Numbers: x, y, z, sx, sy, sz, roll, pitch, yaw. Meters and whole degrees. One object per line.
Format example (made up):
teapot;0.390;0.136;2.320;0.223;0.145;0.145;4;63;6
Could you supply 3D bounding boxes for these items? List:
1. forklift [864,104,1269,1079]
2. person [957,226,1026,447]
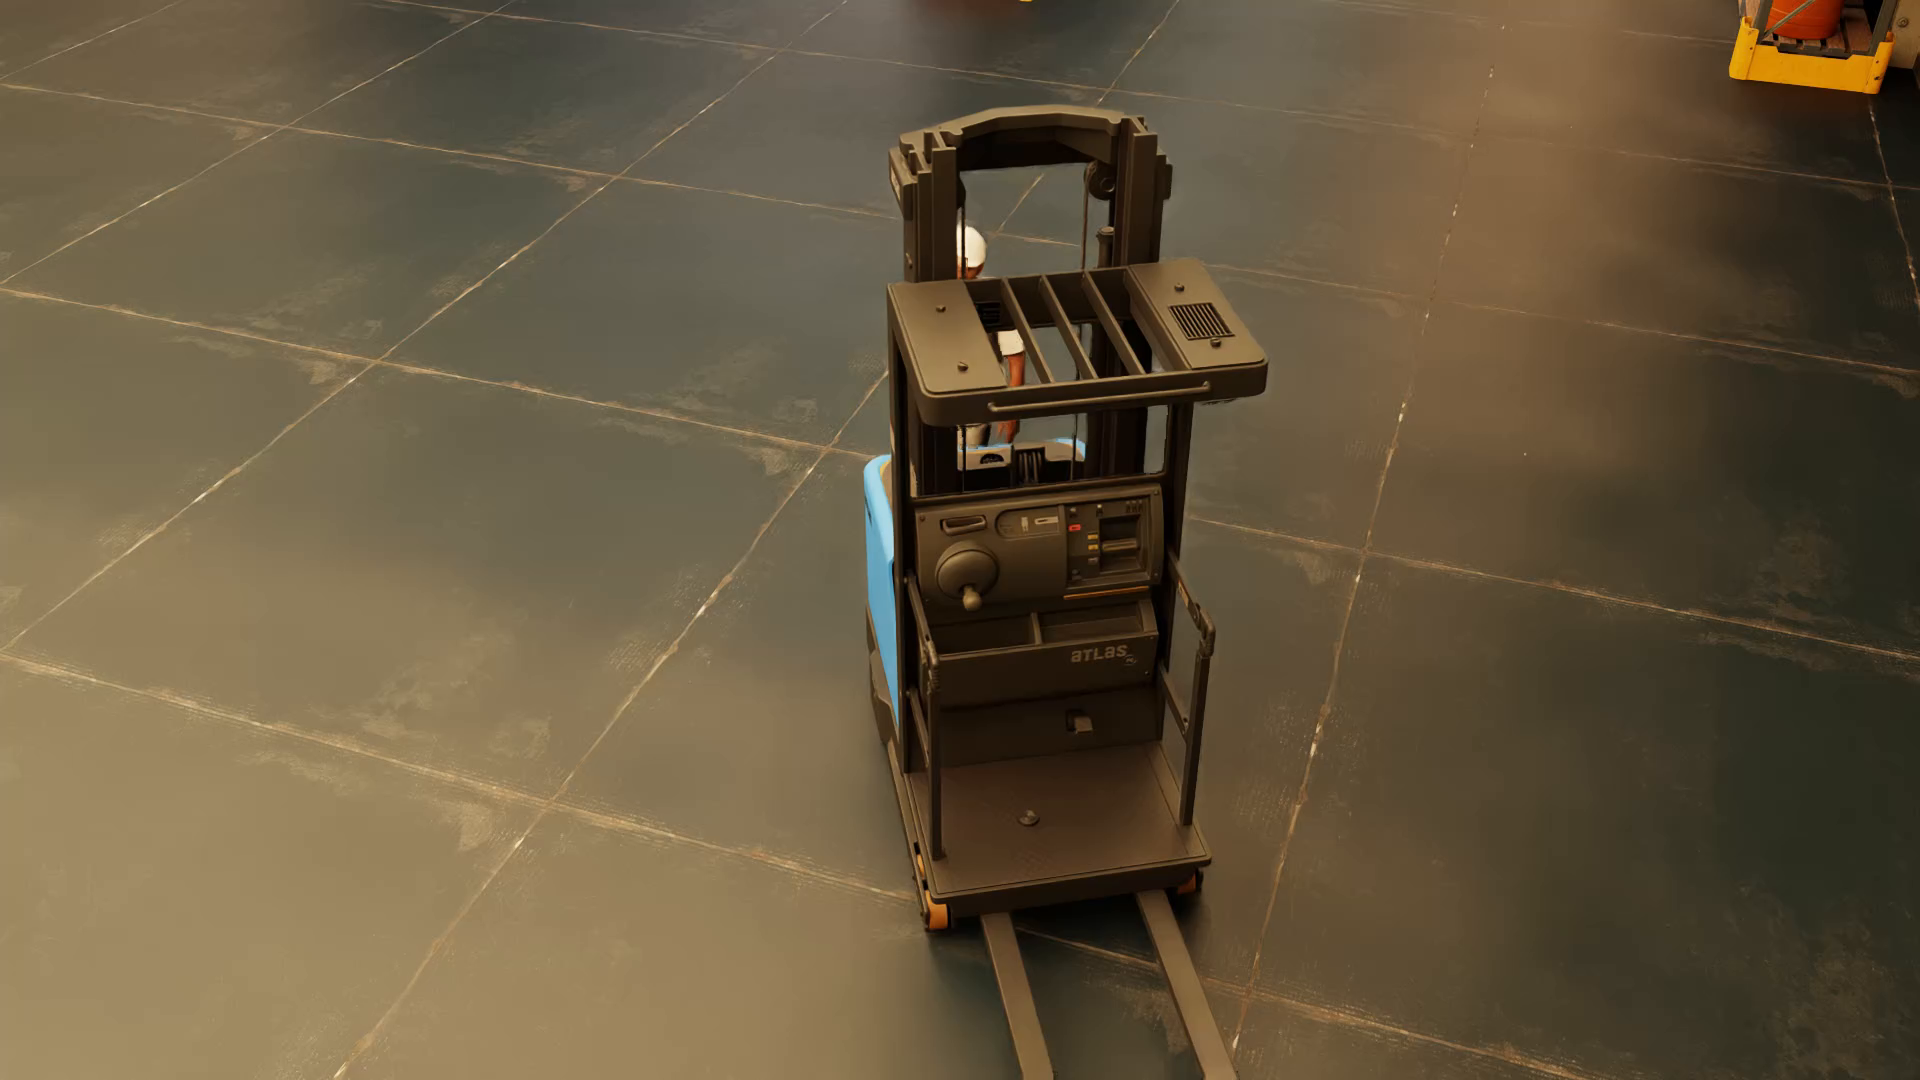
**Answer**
forklift;0.342;0.095;5.977;1.130;2.935;3.031;-6;36;-9
person;-0.044;-0.649;8.054;0.691;1.755;0.566;13;37;18
